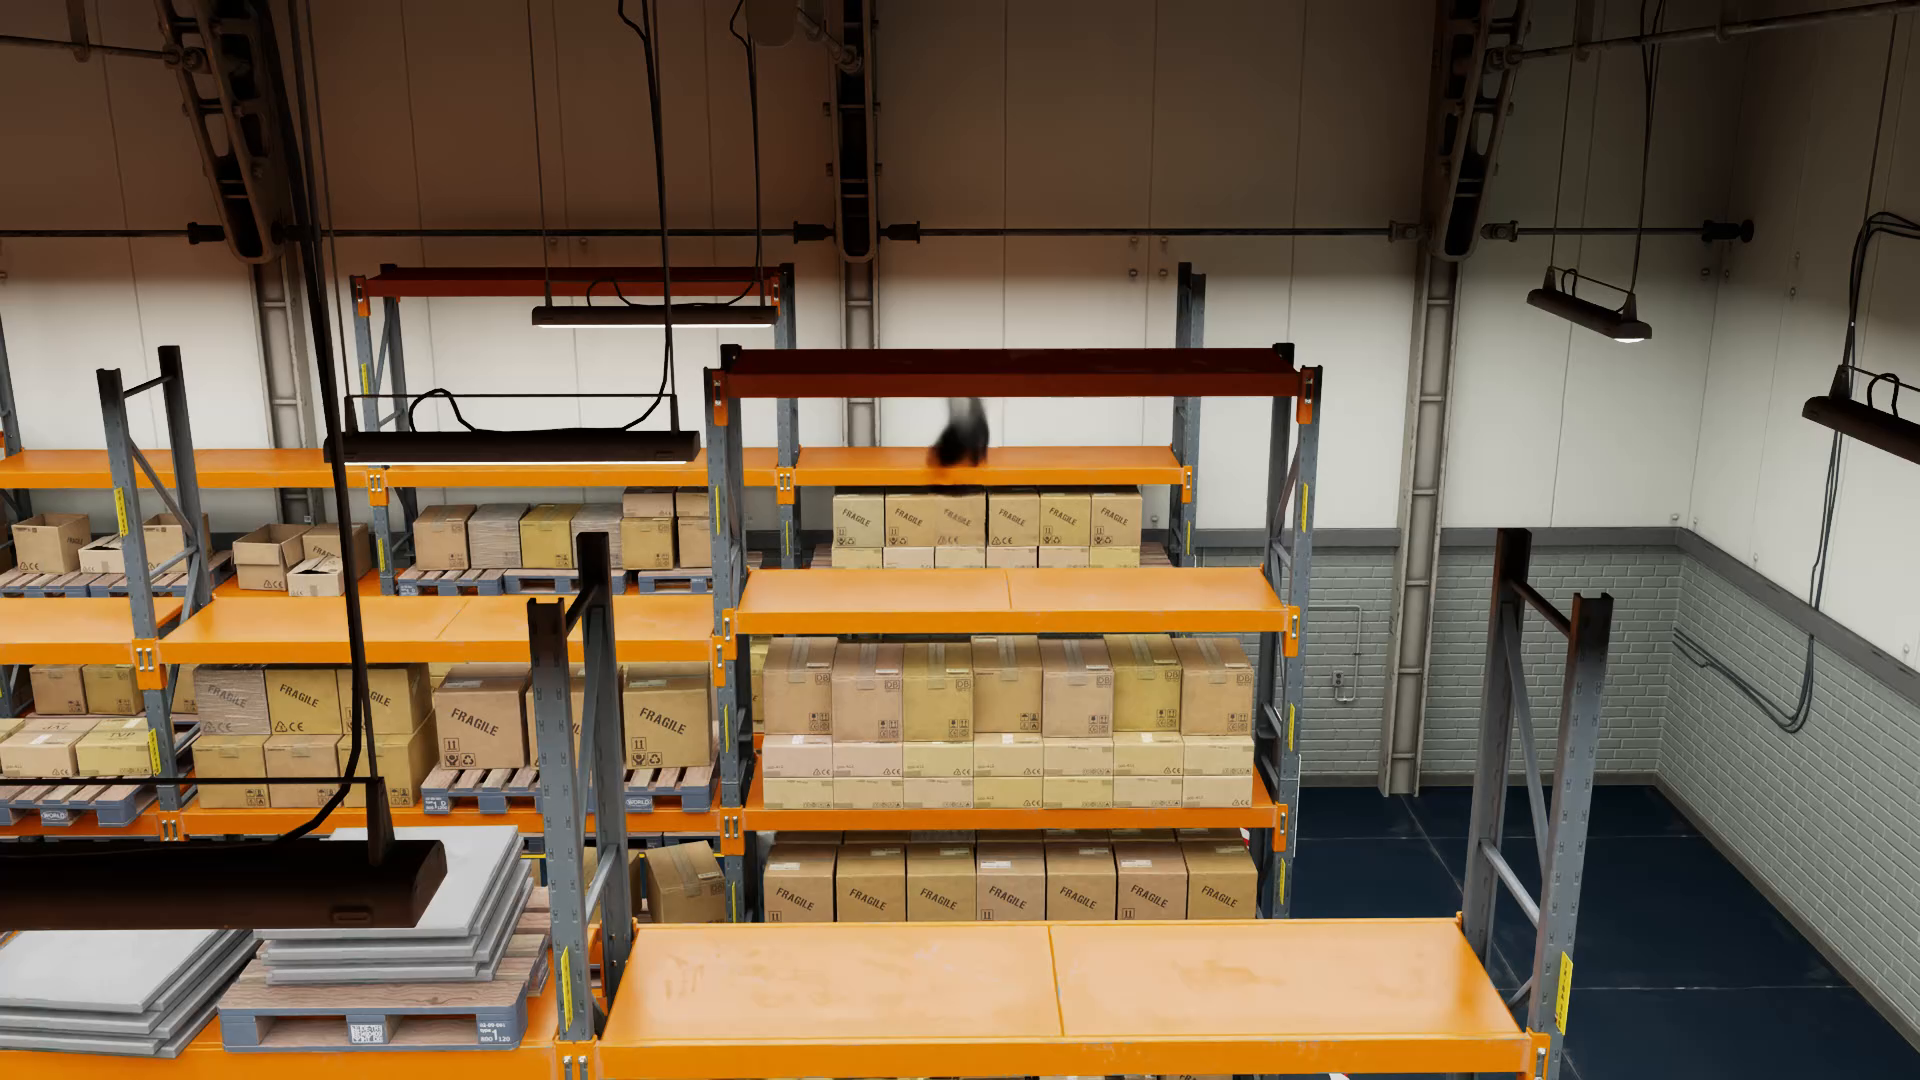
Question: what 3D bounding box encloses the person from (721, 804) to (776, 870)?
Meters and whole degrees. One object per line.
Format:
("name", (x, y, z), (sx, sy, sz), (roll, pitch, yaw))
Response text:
("person", (-1.865, 2.824, 16.009), (1.072, 1.609, 0.665), (3, 16, 11))
